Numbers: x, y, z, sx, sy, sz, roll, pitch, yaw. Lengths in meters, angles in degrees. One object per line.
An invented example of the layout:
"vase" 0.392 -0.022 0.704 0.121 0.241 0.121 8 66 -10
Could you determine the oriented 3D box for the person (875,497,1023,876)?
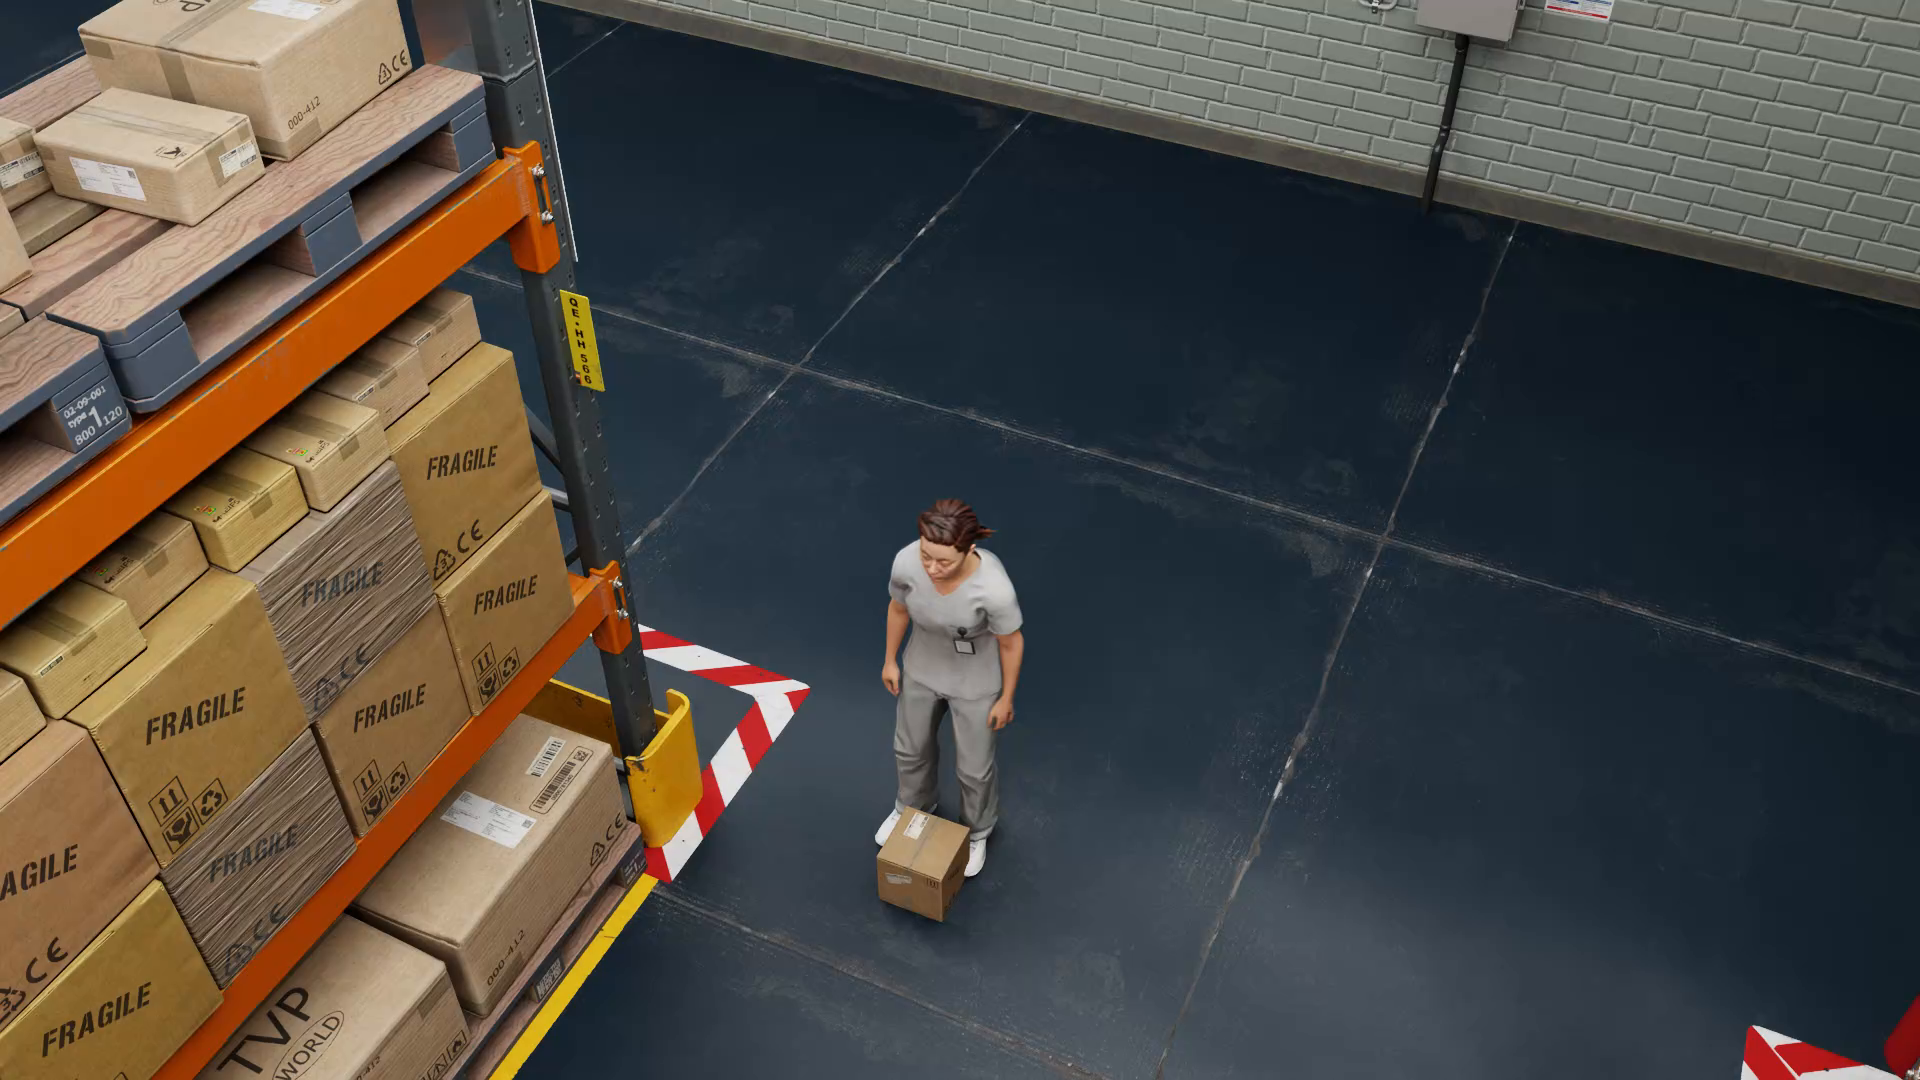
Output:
"person" -0.033 0.477 5.634 0.493 1.673 0.353 17 45 18
